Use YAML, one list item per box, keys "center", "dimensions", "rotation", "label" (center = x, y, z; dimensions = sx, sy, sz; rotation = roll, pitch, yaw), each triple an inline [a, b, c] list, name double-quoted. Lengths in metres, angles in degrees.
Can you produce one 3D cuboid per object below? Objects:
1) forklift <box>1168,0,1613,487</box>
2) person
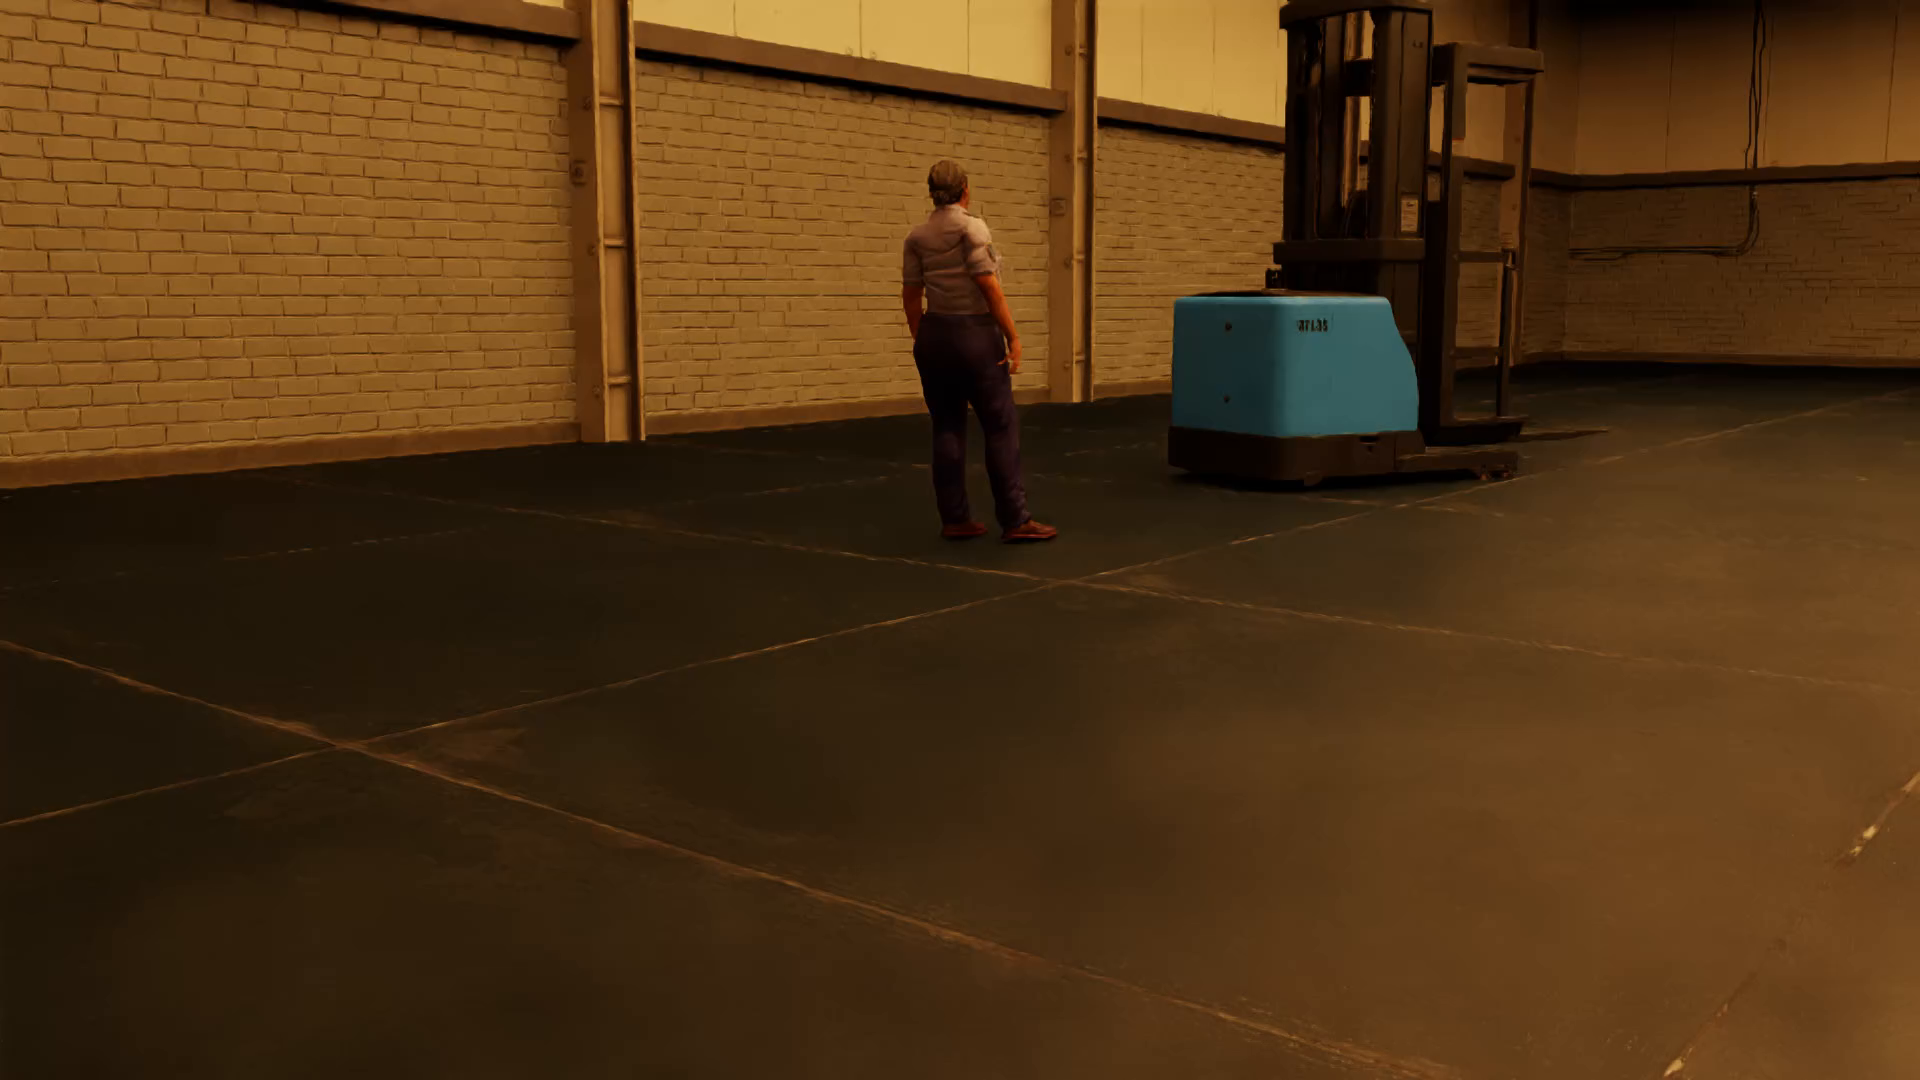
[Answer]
- center: [2.775, -1.880, 10.129]
  dimensions: [3.031, 2.935, 1.130]
  rotation: [-5, 10, -31]
  label: "forklift"
- center: [0.074, -0.830, 7.340]
  dimensions: [0.599, 1.650, 0.502]
  rotation: [7, 11, 38]
  label: "person"
